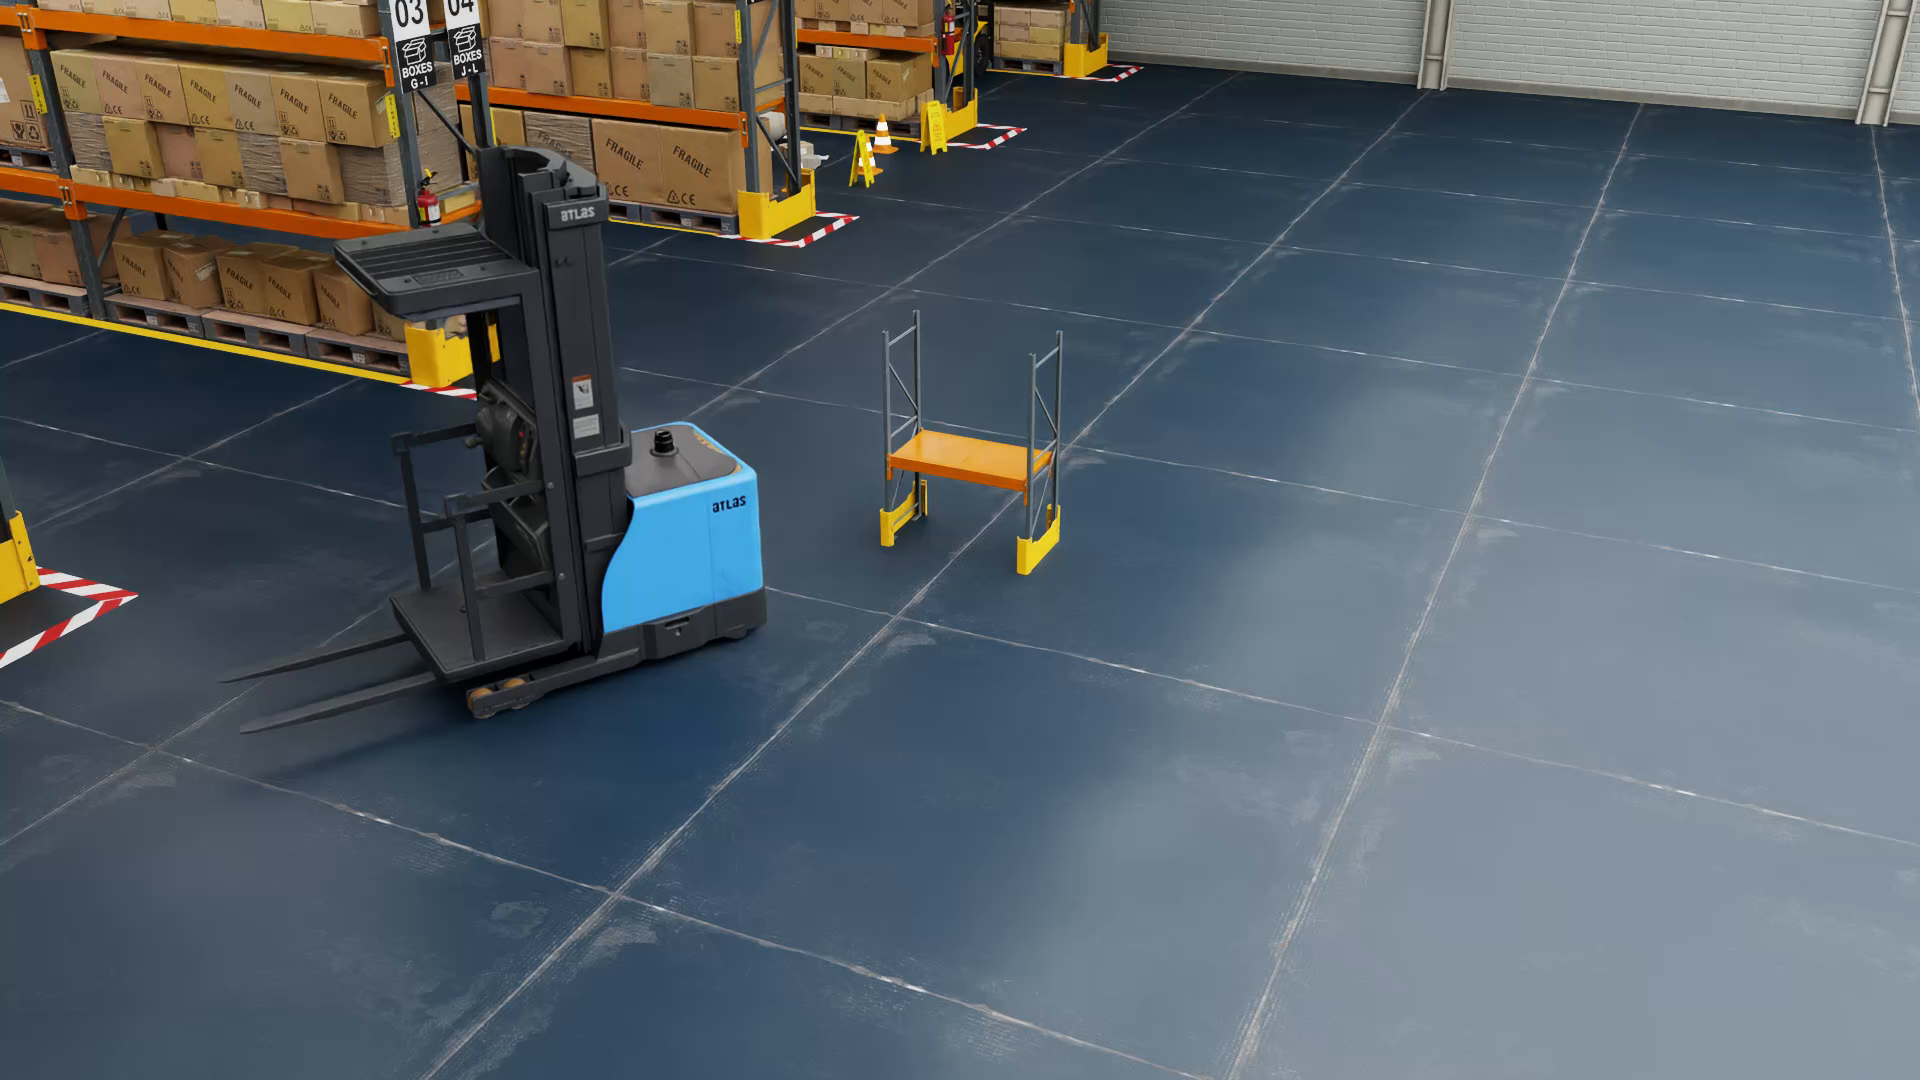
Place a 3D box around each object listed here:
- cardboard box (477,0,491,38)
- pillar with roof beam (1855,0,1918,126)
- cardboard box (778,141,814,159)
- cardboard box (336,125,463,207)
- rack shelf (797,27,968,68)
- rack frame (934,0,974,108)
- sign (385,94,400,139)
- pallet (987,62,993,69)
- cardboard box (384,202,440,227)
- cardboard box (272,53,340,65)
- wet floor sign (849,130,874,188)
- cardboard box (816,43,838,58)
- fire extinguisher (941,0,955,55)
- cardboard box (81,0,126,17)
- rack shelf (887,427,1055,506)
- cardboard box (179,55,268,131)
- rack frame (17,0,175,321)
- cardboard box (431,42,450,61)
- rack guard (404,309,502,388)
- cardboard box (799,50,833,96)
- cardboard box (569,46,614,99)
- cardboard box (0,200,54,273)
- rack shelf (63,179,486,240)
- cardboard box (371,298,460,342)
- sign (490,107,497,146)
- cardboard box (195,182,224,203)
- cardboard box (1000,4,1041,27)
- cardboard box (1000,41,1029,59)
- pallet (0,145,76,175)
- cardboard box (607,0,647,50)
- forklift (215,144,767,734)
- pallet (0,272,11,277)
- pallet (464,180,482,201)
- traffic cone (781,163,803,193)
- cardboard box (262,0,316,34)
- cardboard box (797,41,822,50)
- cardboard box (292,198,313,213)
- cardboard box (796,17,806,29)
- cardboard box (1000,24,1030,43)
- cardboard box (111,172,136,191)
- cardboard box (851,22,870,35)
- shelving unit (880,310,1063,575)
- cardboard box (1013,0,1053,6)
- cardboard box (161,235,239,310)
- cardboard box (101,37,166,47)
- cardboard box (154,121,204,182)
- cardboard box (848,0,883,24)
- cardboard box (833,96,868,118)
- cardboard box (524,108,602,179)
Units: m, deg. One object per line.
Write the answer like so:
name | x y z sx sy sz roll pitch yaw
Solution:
cardboard box | -5.348 -6.037 18.793 0.550 0.550 0.875 11 28 22
pillar with roof beam | 10.860 -8.097 17.577 0.400 9.000 9.100 11 28 22
cardboard box | -2.100 -4.992 21.291 0.380 0.149 0.250 -18 31 -31
cardboard box | -4.663 -3.149 13.870 0.500 0.500 0.875 11 28 22
rack shelf | -1.892 -6.887 22.726 4.000 0.370 1.077 11 28 22
rack frame | -0.072 -6.844 21.825 0.127 3.000 1.000 11 28 22
sign | -4.422 -3.301 12.960 0.005 0.325 0.100 11 28 22
pallet | 0.159 -7.936 27.200 1.213 0.211 1.003 11 28 22
cardboard box | -4.519 -2.716 13.724 0.250 0.149 0.380 11 28 22
cardboard box | -5.470 -3.881 14.225 0.500 0.500 0.500 11 28 22
wet floor sign | -1.183 -4.570 19.871 0.232 0.644 0.267 6 27 13
cardboard box | -1.738 -6.604 22.391 0.250 0.149 0.380 13 29 24
fire extinguisher | -0.158 -6.603 21.423 0.183 0.674 0.296 11 28 22
cardboard box | -7.028 -4.589 14.019 0.500 0.250 0.500 11 28 21
rack shelf | 0.078 -0.496 11.036 1.000 0.185 0.538 11 28 22
cardboard box | -6.140 -3.764 13.986 0.500 0.500 0.500 11 28 22
rack frame | -7.815 -3.591 15.217 0.127 3.000 1.000 11 28 22
cardboard box | -6.256 -5.599 19.183 0.500 0.500 0.500 11 28 21
rack guard | -4.243 -1.752 14.311 0.348 0.500 1.175 11 28 22
cardboard box | -1.842 -6.366 22.642 0.500 0.500 0.500 11 28 21
cardboard box | -3.852 -5.277 18.472 0.500 0.550 0.875 11 28 22
cardboard box | -9.301 -2.984 16.317 0.500 0.500 0.700 9 28 17
rack shelf | -5.995 -2.902 14.633 4.000 0.370 1.077 11 28 22
cardboard box | -4.735 -2.047 14.436 0.500 0.500 0.500 17 31 31
sign | -3.949 -3.466 13.983 0.005 0.325 0.100 11 28 22
cardboard box | -6.373 -3.049 14.400 0.250 0.149 0.380 11 28 22
cardboard box | 0.964 -8.294 26.275 0.500 0.250 0.500 12 29 23
cardboard box | 0.972 -7.849 26.503 0.500 0.250 0.500 11 28 22
pallet | -8.451 -3.703 15.662 1.213 0.211 1.003 11 28 22
cardboard box | -3.343 -5.691 18.090 0.550 0.550 0.875 11 28 22
forklift | -2.695 -0.583 9.185 3.031 2.935 1.130 -16 30 -29
pallet | -9.639 -2.704 16.572 1.213 0.211 1.003 11 28 22
pallet | -5.010 -4.145 19.499 1.213 0.211 1.003 11 28 22
traffic cone | -1.924 -4.365 19.662 0.334 0.463 0.336 11 28 22
cardboard box | -5.174 -4.214 13.256 0.500 0.250 0.500 12 28 22
cardboard box | -2.135 -6.681 23.282 0.500 0.500 0.500 13 29 24
cardboard box | -5.427 -2.901 14.100 0.250 0.149 0.380 11 28 22
cardboard box | -2.157 -7.003 22.433 0.250 0.149 0.380 11 28 22
cardboard box | 0.955 -8.079 26.404 0.500 0.250 0.500 11 28 21
cardboard box | -7.283 -3.232 14.773 0.250 0.149 0.380 11 28 22
cardboard box | -1.249 -6.806 22.031 0.250 0.149 0.380 12 29 23
shelving unit | 0.069 -0.659 10.960 1.083 1.500 0.587 11 28 22
cardboard box | 1.164 -8.498 26.689 0.500 0.250 0.500 11 28 22
cardboard box | -6.943 -2.467 15.288 0.500 0.500 0.500 22 34 38
cardboard box | -7.292 -4.246 14.966 0.500 0.500 0.500 11 28 22
cardboard box | -6.494 -3.505 14.593 0.500 0.500 0.875 11 28 22
cardboard box | -1.134 -7.104 21.903 0.500 0.500 0.500 11 28 22
cardboard box | -1.387 -5.936 22.618 0.500 0.250 0.500 11 28 22
cardboard box | -4.304 -4.495 18.984 0.875 0.875 0.875 12 28 22
